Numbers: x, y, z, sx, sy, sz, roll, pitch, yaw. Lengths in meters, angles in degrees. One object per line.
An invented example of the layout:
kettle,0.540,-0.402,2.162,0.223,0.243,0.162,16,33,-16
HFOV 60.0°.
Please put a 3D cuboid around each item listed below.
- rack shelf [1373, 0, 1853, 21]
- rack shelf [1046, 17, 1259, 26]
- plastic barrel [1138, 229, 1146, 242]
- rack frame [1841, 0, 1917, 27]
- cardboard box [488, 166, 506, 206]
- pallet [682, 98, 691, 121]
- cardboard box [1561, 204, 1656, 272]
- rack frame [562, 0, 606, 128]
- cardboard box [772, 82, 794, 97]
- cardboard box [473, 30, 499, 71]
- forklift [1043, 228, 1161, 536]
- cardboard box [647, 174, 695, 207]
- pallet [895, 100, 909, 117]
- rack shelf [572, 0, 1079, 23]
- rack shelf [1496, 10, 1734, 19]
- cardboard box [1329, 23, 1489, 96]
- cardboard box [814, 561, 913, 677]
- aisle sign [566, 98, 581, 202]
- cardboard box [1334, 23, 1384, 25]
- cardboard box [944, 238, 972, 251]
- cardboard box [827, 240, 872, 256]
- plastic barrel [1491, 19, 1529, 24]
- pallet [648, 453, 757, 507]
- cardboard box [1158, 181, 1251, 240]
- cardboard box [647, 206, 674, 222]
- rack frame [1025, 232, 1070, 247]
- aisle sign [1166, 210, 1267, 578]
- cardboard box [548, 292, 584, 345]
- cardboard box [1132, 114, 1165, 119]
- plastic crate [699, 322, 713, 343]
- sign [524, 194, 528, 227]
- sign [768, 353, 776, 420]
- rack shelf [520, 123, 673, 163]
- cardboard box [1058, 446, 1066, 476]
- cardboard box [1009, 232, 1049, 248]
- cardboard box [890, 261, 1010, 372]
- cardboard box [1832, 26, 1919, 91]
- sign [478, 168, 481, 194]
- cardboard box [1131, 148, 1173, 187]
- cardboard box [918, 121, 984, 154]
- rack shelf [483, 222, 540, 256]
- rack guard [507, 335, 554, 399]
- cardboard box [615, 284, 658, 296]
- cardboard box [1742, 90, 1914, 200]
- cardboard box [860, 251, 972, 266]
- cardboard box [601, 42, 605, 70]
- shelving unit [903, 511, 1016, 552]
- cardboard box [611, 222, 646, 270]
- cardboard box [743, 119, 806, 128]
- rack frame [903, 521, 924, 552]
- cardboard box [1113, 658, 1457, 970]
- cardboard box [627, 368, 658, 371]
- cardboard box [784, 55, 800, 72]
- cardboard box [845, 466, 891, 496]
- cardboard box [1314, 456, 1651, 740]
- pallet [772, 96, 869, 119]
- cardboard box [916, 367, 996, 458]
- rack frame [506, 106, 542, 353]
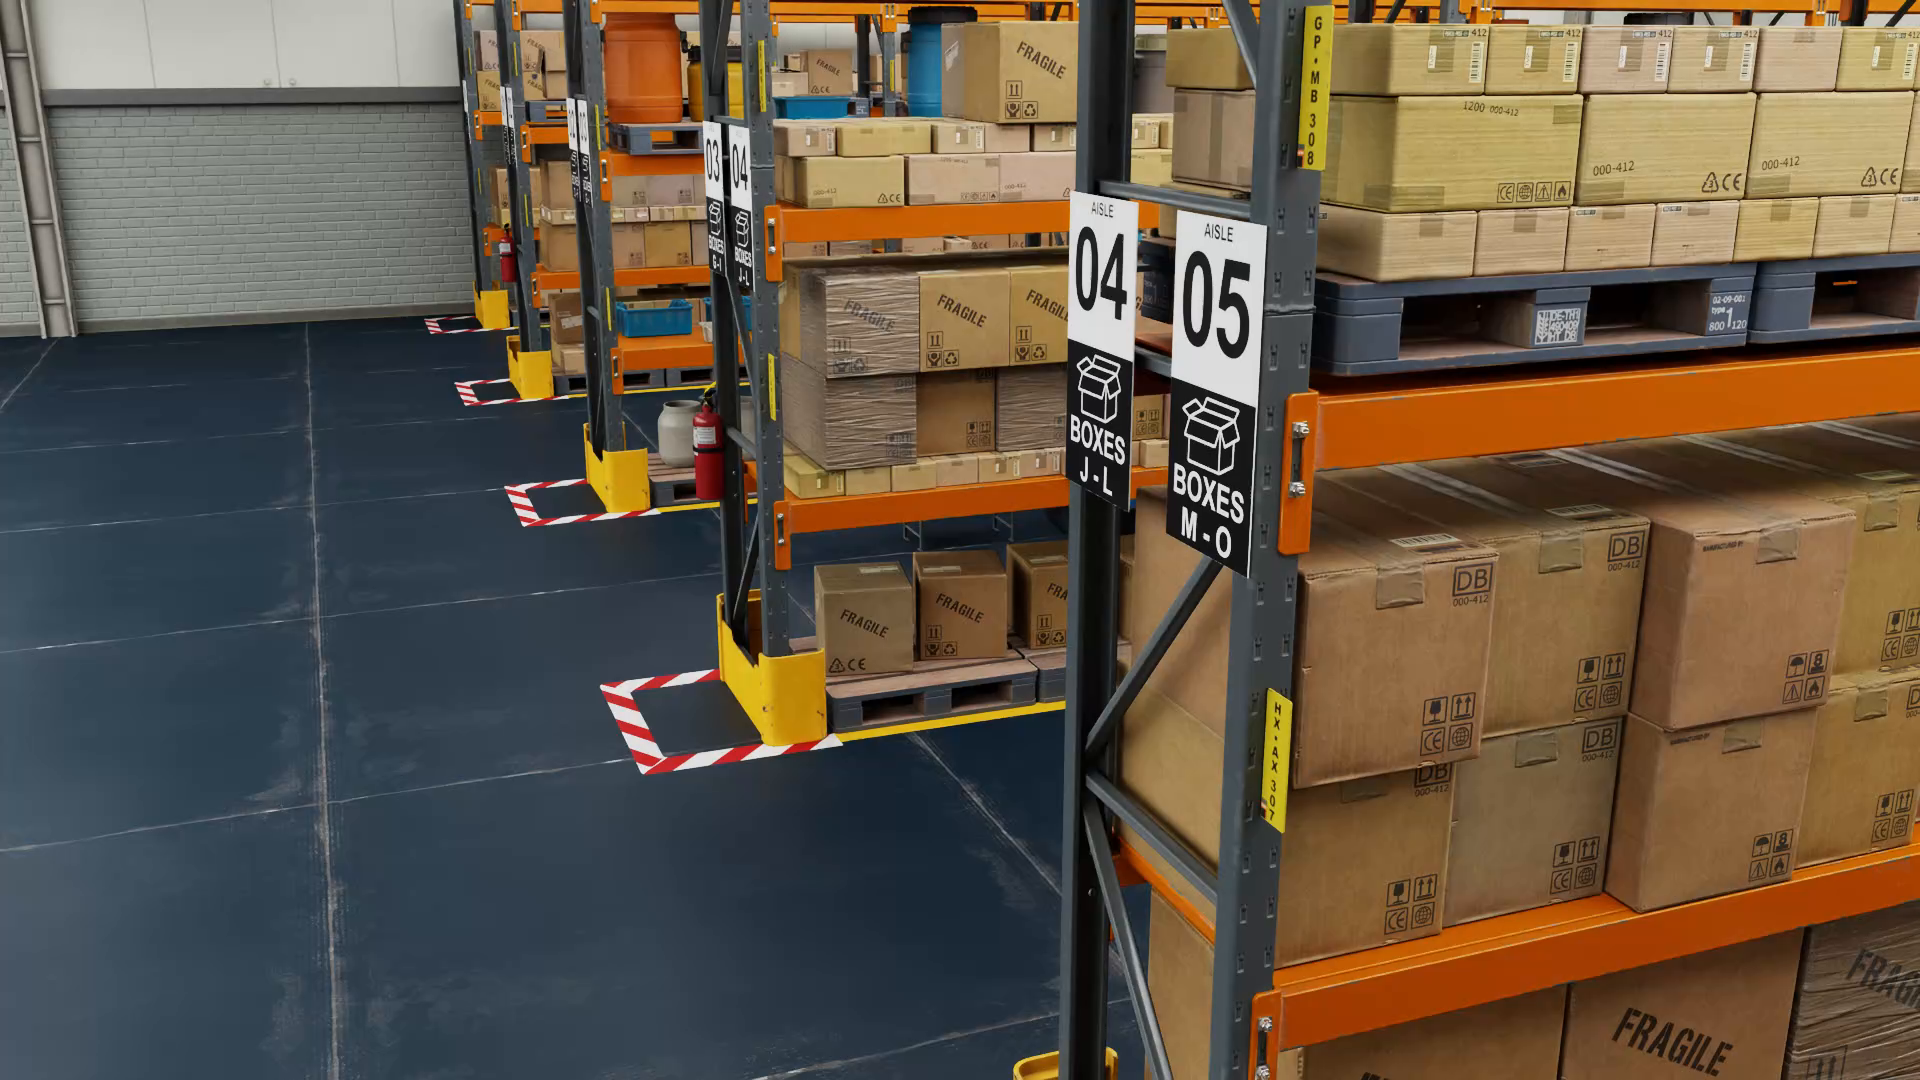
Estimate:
rack shelf,4.462,-3.443,10.339,4.000,0.370,1.077,-6,17,-20
rack shelf,2.880,-7.756,25.026,4.000,0.370,1.077,-6,17,-20
plastic barrel,1.292,-2.403,14.568,0.708,0.901,0.600,-6,17,-20
rack frame,6.330,-4.182,10.868,0.127,3.000,1.000,-6,17,-20
cardboard box,-6.093,-4.807,22.545,0.500,0.500,0.500,-6,18,-21
pallet,-2.871,-4.689,18.075,1.213,0.211,1.003,-6,17,-20
cardboard box,1.447,-0.751,4.032,0.250,0.149,0.380,-6,17,-20
rack frame,-2.913,-4.678,12.559,0.127,3.000,1.000,-6,17,-20
cardboard box,-1.975,-4.901,18.092,0.250,0.149,0.380,-6,17,-20
cardboard box,-6.011,-6.358,21.615,0.500,0.500,0.500,-8,18,-24
forklift,2.228,-1.551,12.678,3.031,2.935,1.130,-4,17,-12
cardboard box,-3.232,-3.929,18.173,0.500,0.500,0.700,-6,17,-20
pallet,-0.127,-4.947,19.135,1.217,0.209,0.805,-7,18,-22
rack shelf,-1.045,-4.343,13.403,4.000,0.370,1.077,-6,17,-20
rack shelf,8.392,-7.047,21.907,4.000,0.370,1.077,-6,17,-20
cardboard box,0.966,-1.082,3.744,0.250,0.149,0.380,-6,17,-19
cardboard box,-0.551,0.442,9.459,0.500,0.500,0.500,-3,17,-10
aisle sign,-3.086,-3.118,13.279,0.004,0.787,0.394,-6,17,-20
cardboard box,2.266,-2.657,9.408,0.500,0.500,0.500,-7,18,-22
cardboard box,-0.046,-3.422,19.373,0.250,0.149,0.380,-6,17,-20
cardboard box,-1.358,-3.508,19.045,0.500,0.500,0.700,-7,18,-22
plastic barrel,5.089,-4.510,15.801,0.708,0.830,0.600,-6,17,-20
pallet,-2.098,-0.563,14.139,1.213,0.211,1.003,-6,17,-20
cardboard box,0.729,-0.873,4.445,0.250,0.149,0.380,-6,17,-20
cardboard box,-3.275,-3.550,18.036,0.250,0.149,0.380,-7,18,-22
rack frame,0.823,-2.203,14.777,0.127,3.000,1.000,-6,17,-20
aisle sign,0.581,-0.343,3.828,0.004,0.787,0.394,-6,17,-20
cardboard box,-4.287,-2.478,18.517,0.500,0.500,0.500,-6,17,-20
cardboard box,0.977,-2.366,9.565,0.250,0.149,0.380,-7,18,-21
plastic crate,-1.962,-1.679,13.460,0.250,0.136,0.298,-6,17,-20
sign,-4.488,-3.410,17.211,0.005,0.325,0.100,-6,17,-20
sign,-0.946,-0.769,8.358,0.005,0.325,0.100,-6,17,-20
rack shelf,-2.814,-4.399,18.209,4.000,0.370,1.077,-6,17,-20
cardboard box,0.647,-0.468,9.314,0.250,0.149,0.380,-6,17,-20
cardboard box,0.736,-3.732,19.805,0.500,0.500,0.500,-6,17,-20
cardboard box,-0.060,-1.200,8.880,0.500,0.500,0.500,-6,17,-20
cardboard box,2.153,-1.210,4.180,0.250,0.149,0.380,-6,18,-21
sign,-6.263,-4.679,21.672,0.005,0.325,0.100,-6,17,-20
cardboard box,0.830,-2.001,9.031,0.500,0.250,0.500,-6,17,-18
cardboard box,-0.052,-2.090,8.625,0.250,0.149,0.380,-5,17,-18
rack shelf,-4.590,-4.263,23.068,4.000,0.370,1.077,-6,17,-20
rack guard,-4.704,-1.902,18.187,0.348,0.500,1.175,-6,17,-20
cardboard box,-4.544,-3.583,23.130,0.500,0.500,0.700,-7,18,-24
cardboard box,2.027,-1.025,4.256,0.500,0.250,0.500,-6,18,-21
cardboard box,-0.250,-1.340,9.357,0.500,0.500,0.500,-6,17,-20
cardboard box,-4.702,-6.646,22.595,0.500,0.500,0.500,-6,17,-20
shelving unit,-0.006,-0.719,12.385,0.755,1.500,0.431,-6,17,-20
cardboard box,-3.752,-3.250,18.163,0.500,0.500,0.700,-6,17,-19
cardboard box,-0.993,-2.166,8.884,0.250,0.149,0.380,-6,17,-20
rack frame,-0.348,-0.682,12.259,0.023,1.500,0.400,-6,17,-20
cardboard box,0.870,0.697,4.635,0.550,0.550,0.875,-6,17,-20
cardboard box,-3.636,-2.033,18.331,0.500,0.250,0.500,-6,17,-20
cardboard box,-2.183,-6.533,23.274,0.500,0.500,0.500,-4,17,-12
cardboard box,-0.548,-0.362,8.955,0.250,0.149,0.380,-6,17,-20
cardboard box,1.381,0.121,4.679,0.550,0.550,0.875,-6,17,-20
pallet,-1.734,-4.811,18.491,1.213,0.211,1.003,-6,17,-20
cardboard box,-0.193,-0.818,9.354,0.500,0.500,0.875,-6,17,-20
rack frame,-4.681,-3.104,17.843,0.127,3.000,1.000,-6,17,-20
